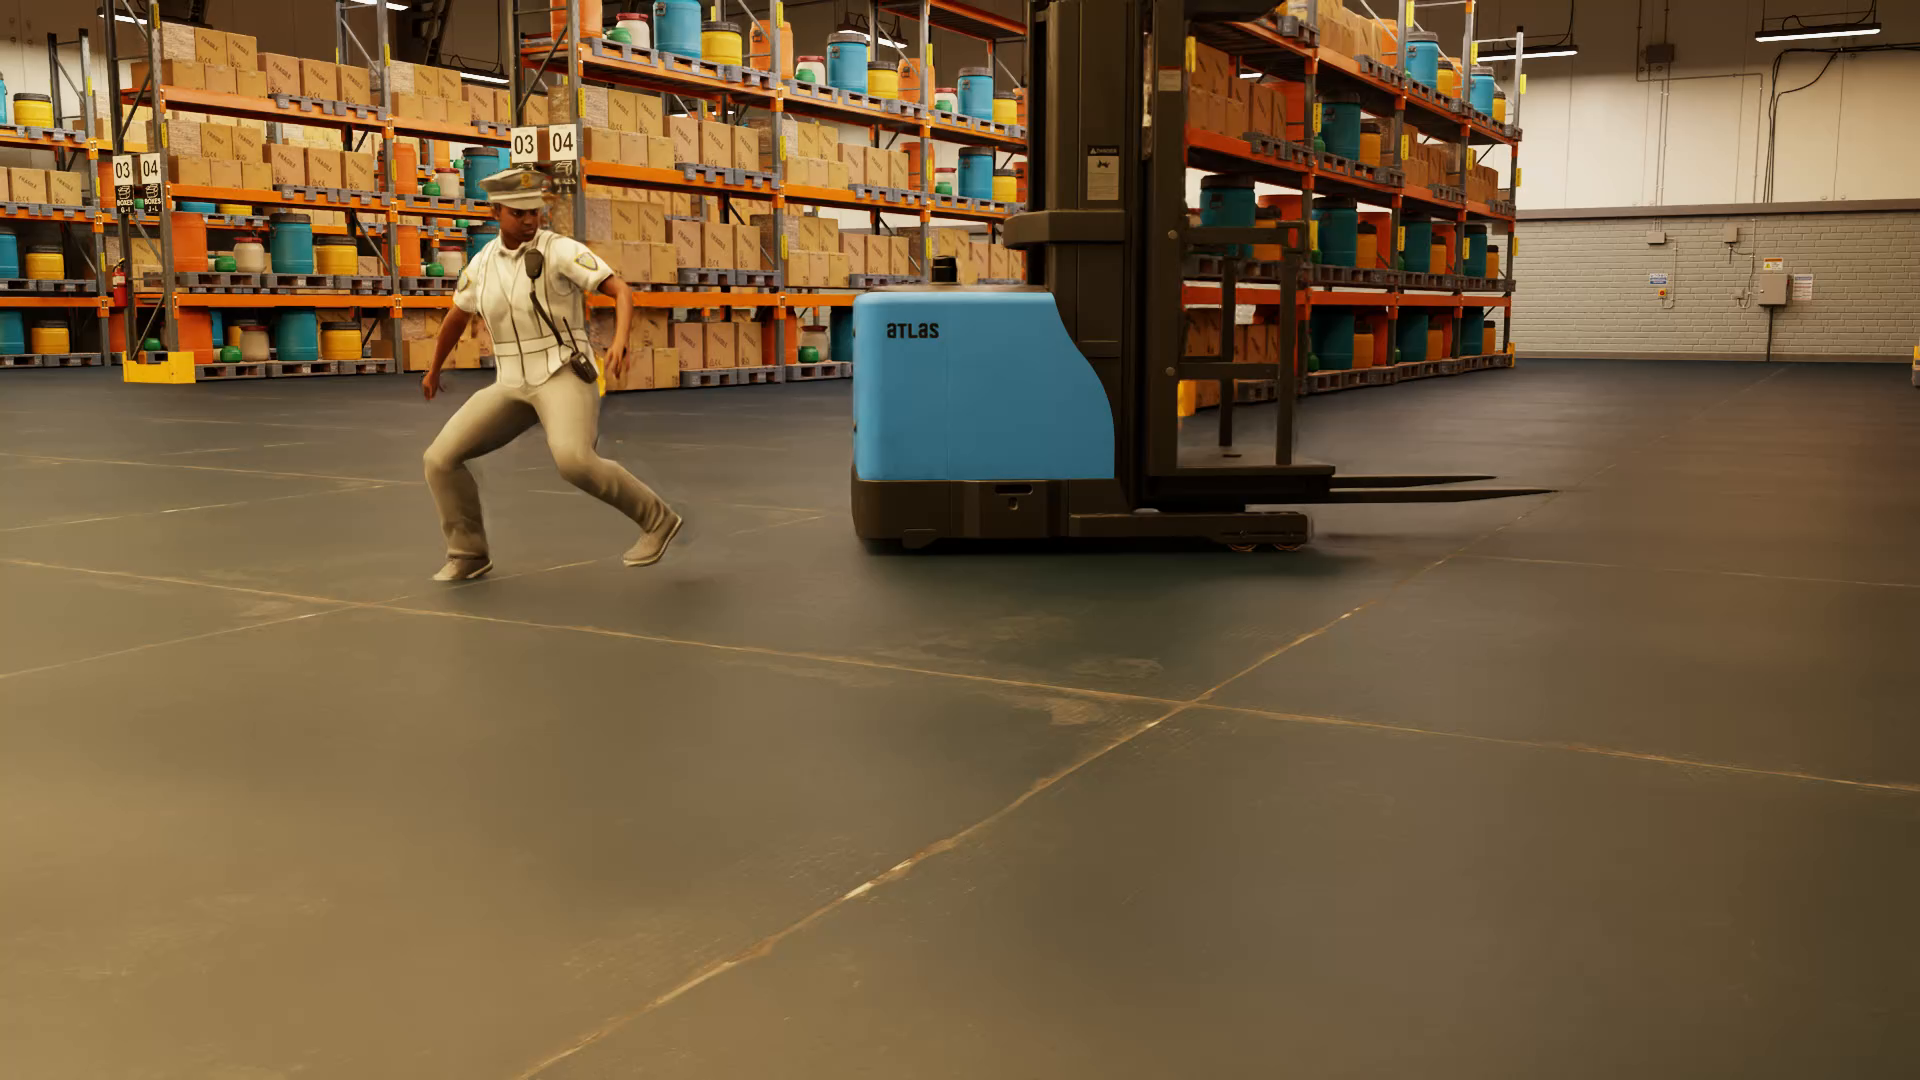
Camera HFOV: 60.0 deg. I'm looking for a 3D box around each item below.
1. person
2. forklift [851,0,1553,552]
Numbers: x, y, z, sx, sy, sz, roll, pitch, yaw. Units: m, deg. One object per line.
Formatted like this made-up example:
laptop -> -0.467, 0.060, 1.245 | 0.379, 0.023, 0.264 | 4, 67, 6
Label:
person -> -1.616, -0.565, 6.142 | 1.076, 1.560, 0.465 | 4, 9, 24
forklift -> 1.044, -1.472, 7.258 | 3.031, 2.935, 1.130 | -1, 8, -5
